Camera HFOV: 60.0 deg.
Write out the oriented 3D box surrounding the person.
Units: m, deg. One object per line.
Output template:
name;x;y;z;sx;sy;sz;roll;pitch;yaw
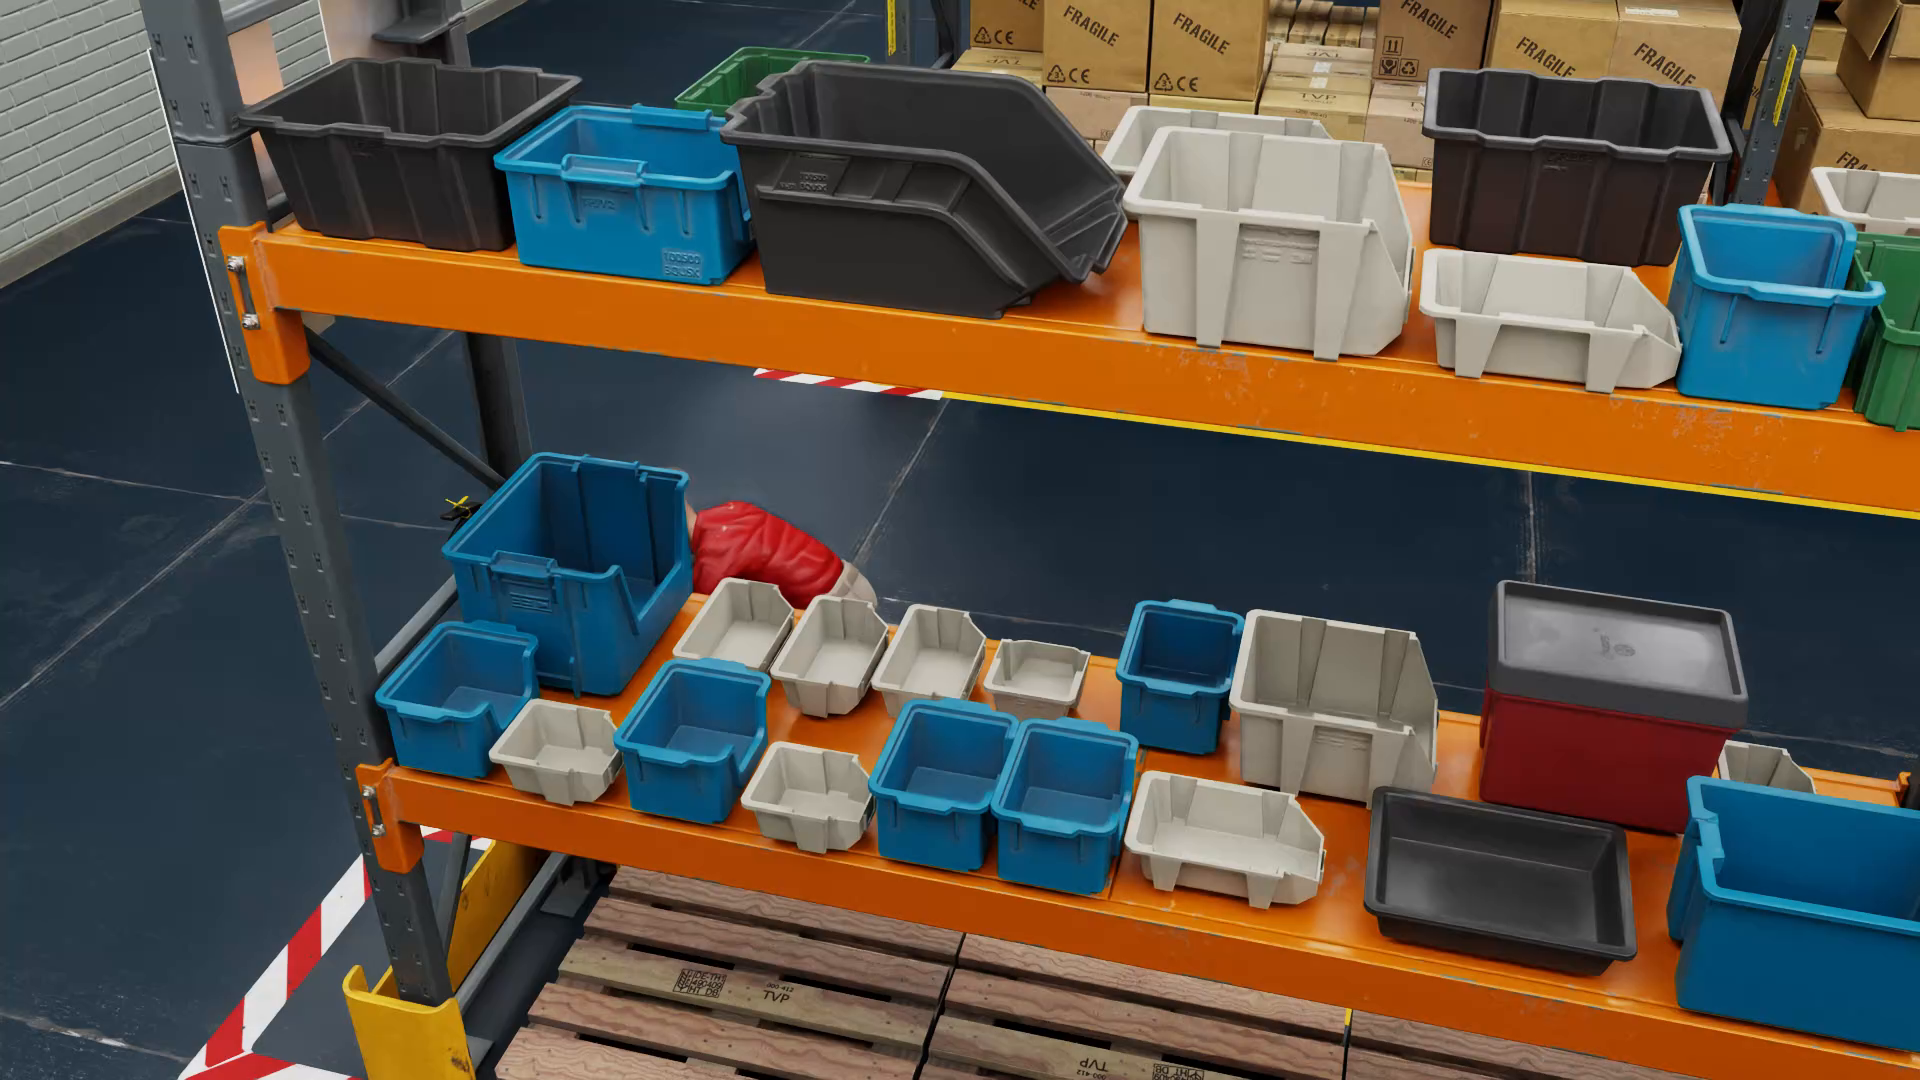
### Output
person;-0.762;0.295;6.344;0.857;1.031;0.563;8;33;12
